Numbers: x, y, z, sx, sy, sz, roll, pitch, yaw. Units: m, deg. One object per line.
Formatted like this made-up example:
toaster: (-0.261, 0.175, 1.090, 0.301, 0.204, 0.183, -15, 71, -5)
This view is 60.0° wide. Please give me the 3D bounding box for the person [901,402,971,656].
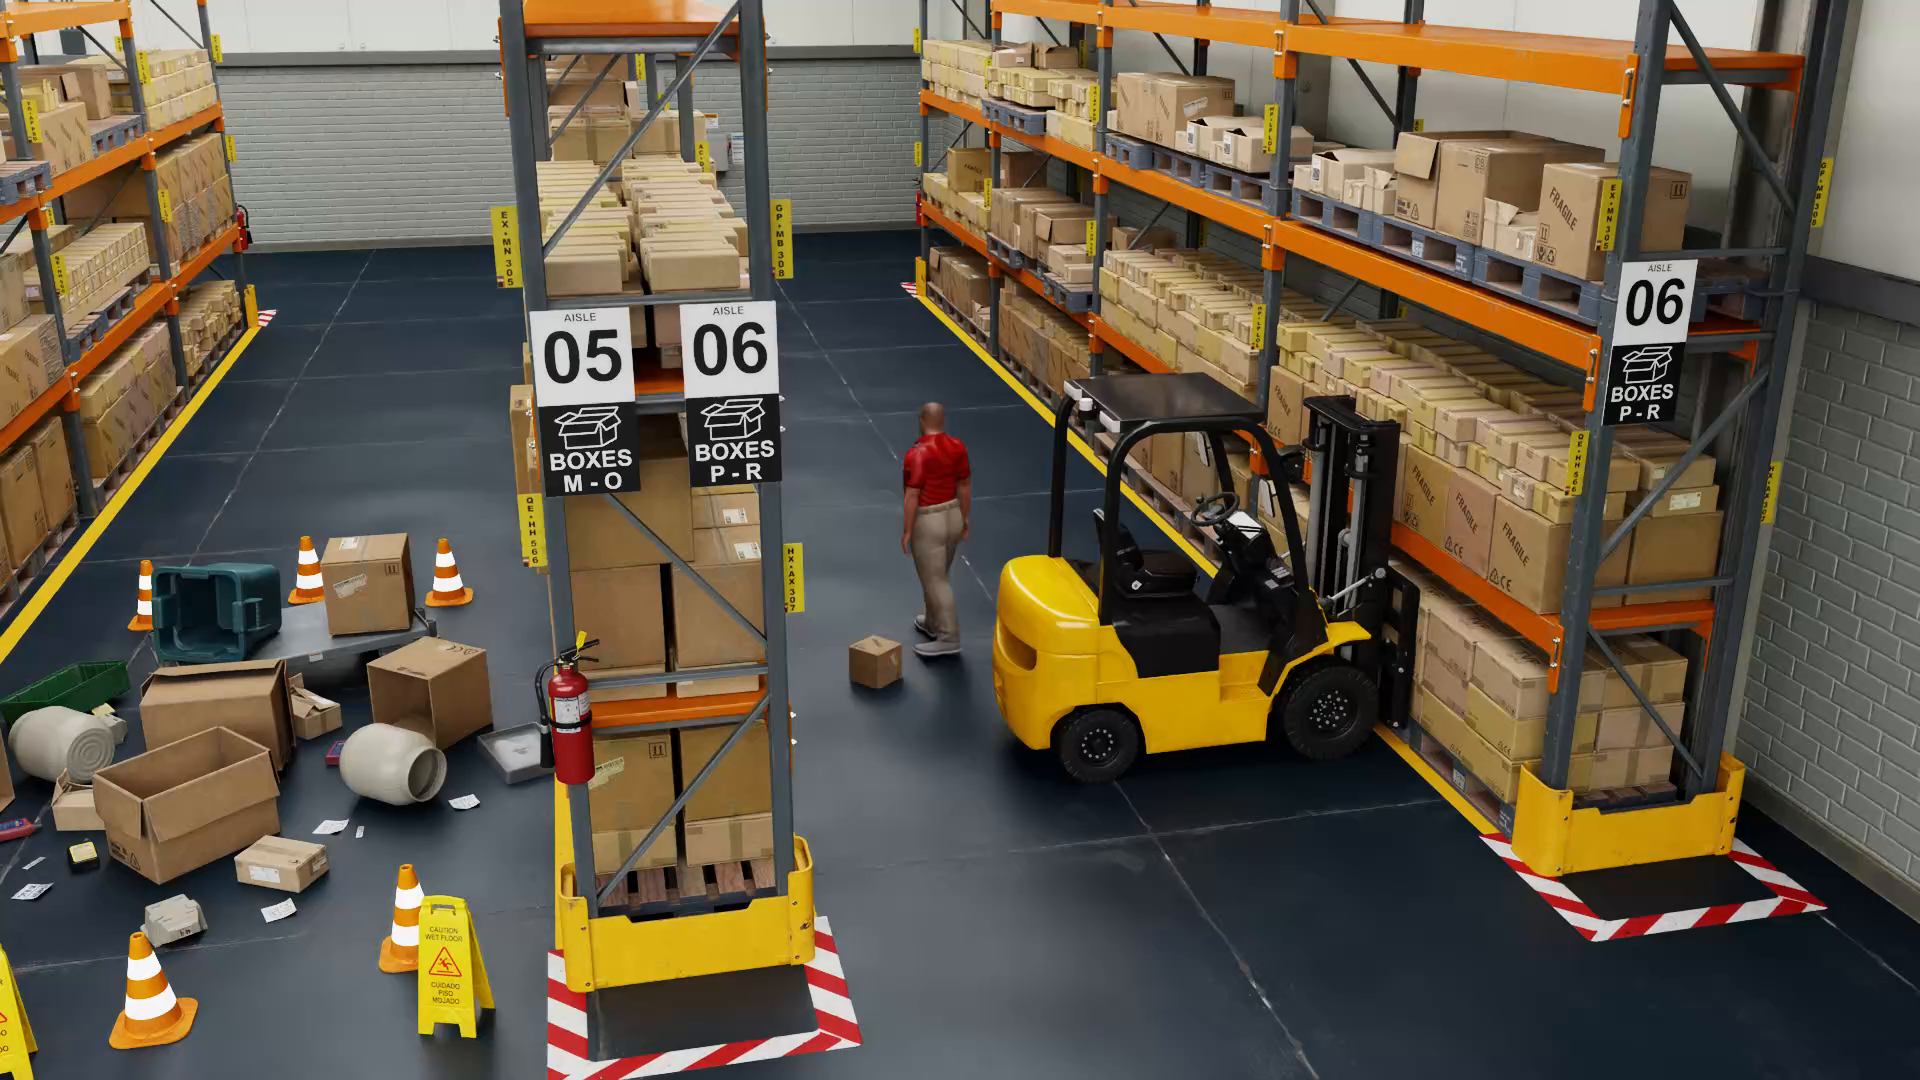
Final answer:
person: (-0.179, -0.098, 11.365, 0.631, 1.715, 0.604, 16, 25, 38)
